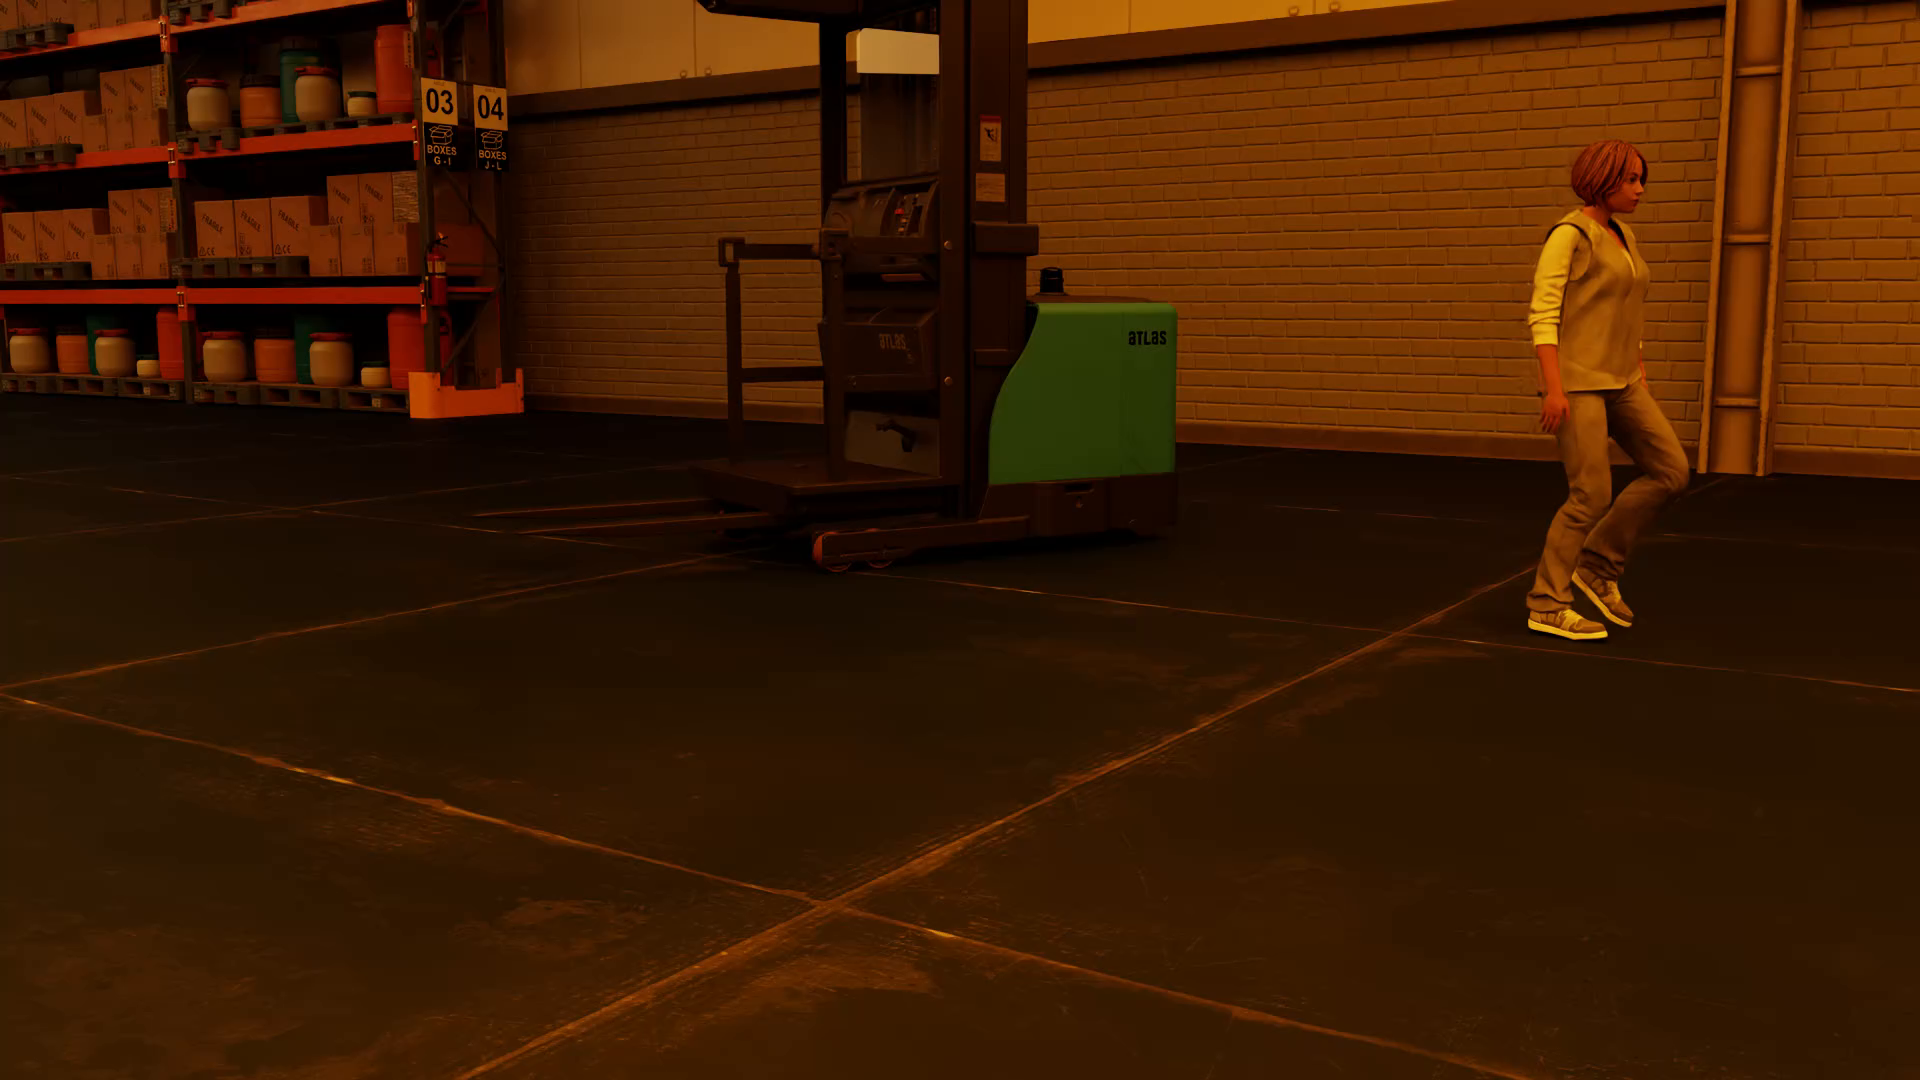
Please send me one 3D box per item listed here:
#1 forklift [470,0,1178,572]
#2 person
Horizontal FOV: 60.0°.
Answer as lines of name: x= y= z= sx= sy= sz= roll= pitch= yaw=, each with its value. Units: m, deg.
forklift: x=-0.528 y=-1.406 z=7.078 sx=3.031 sy=2.935 sz=1.130 roll=-5 pitch=9 yaw=-31
person: x=2.056 y=-0.466 z=5.283 sx=0.534 sy=1.578 sz=0.427 roll=-7 pitch=11 yaw=-42
